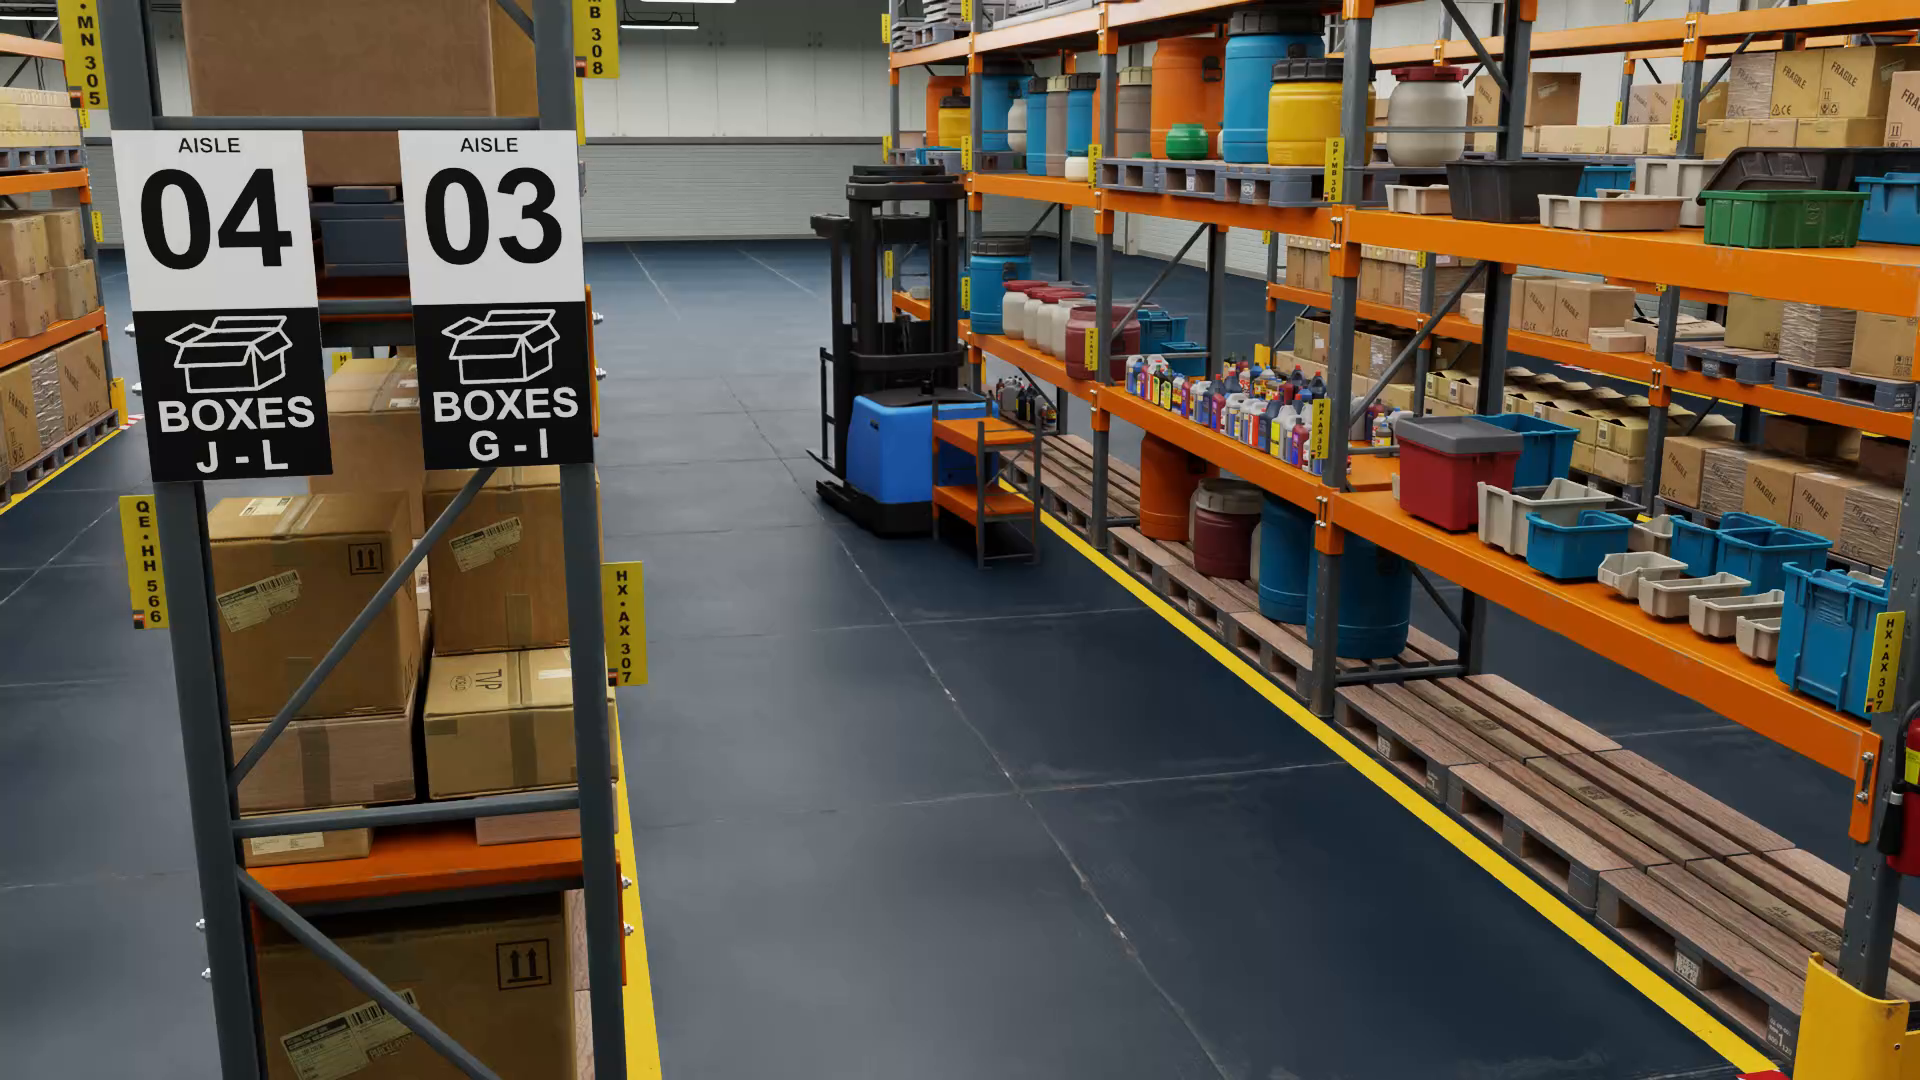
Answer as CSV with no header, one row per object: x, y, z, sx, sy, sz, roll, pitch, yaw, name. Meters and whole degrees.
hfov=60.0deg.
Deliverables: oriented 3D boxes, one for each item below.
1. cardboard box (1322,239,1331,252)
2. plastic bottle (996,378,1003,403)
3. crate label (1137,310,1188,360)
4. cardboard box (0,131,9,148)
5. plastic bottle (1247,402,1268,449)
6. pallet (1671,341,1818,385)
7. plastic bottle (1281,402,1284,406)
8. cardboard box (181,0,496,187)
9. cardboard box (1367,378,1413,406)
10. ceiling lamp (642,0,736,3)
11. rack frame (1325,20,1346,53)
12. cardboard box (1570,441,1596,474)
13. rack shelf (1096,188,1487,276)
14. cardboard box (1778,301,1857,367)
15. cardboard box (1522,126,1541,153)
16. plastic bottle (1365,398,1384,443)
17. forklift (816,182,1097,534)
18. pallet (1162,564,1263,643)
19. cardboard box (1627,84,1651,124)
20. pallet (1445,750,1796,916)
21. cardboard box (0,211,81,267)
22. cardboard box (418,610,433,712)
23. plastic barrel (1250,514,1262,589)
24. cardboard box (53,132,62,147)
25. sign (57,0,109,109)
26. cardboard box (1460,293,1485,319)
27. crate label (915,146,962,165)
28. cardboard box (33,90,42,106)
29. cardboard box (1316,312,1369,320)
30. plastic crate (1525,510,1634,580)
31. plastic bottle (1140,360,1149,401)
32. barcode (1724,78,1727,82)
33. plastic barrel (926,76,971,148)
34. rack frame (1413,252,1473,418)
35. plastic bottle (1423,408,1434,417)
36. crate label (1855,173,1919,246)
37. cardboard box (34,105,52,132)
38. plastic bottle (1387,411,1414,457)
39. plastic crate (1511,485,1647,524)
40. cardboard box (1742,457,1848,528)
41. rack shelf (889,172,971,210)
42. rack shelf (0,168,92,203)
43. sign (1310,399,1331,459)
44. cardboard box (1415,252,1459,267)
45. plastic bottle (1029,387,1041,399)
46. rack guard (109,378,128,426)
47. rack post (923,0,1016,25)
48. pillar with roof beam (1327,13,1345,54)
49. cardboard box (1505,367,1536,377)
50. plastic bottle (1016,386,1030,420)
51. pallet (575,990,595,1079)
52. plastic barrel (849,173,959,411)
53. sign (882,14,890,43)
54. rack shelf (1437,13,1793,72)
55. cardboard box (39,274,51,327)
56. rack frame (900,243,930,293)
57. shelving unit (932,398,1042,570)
4.606,-3.562,20.107,0.380,0.149,0.250,-4,14,-15,cardboard box
0.450,-1.692,18.831,0.061,0.283,0.133,-3,14,-13,plastic bottle
1.571,-1.679,13.905,0.502,0.435,0.616,-3,14,-13,crate label
-8.990,-3.677,15.271,0.380,0.149,0.250,-4,14,-14,cardboard box
1.870,-0.708,10.267,0.152,0.276,0.135,-3,14,-13,plastic bottle
6.585,-1.447,13.435,1.213,0.211,1.003,-3,14,-13,pallet
1.987,-0.717,10.314,0.097,0.271,0.097,0,14,0,plastic bottle
-9.678,-2.686,5.739,15.158,2.748,8.672,-4,14,-17,cardboard box
4.989,-1.695,18.952,0.500,0.250,0.500,-3,14,-13,cardboard box
-5.598,-11.109,34.261,1.941,0.041,0.237,-3,14,-13,ceiling lamp
4.479,-6.453,20.878,1.000,3.000,0.127,-3,14,-13,rack frame
5.872,-0.788,15.240,0.500,0.250,0.500,-3,14,-14,cardboard box
2.012,-2.064,10.751,1.077,0.370,4.000,-3,14,-13,rack shelf
6.644,-1.585,12.498,0.700,0.500,0.500,-1,14,-3,cardboard box
5.685,-3.935,16.323,0.500,0.250,0.500,-5,15,-19,cardboard box
2.601,-0.752,10.429,0.061,0.283,0.133,-3,14,-13,plastic bottle
1.708,-6.425,33.737,19.219,2.843,38.447,-5,15,-20,forklift
2.051,0.397,11.356,1.003,0.211,1.213,-3,14,-13,pallet
9.147,-5.714,21.816,0.500,0.500,0.500,-4,14,-17,cardboard box
2.982,1.309,7.624,1.003,0.211,1.213,-3,14,-13,pallet
-9.728,-3.122,17.294,0.875,0.550,0.550,-3,14,-13,cardboard box
-1.884,0.418,5.084,0.500,0.250,0.500,-4,14,-14,cardboard box
2.158,0.085,11.118,0.421,0.512,0.421,0,14,0,plastic barrel
-9.411,-4.088,16.954,0.380,0.149,0.250,-3,14,-13,cardboard box
-1.924,-1.118,3.663,0.100,0.325,0.005,-3,14,-13,sign
5.576,-2.432,17.376,0.500,0.250,0.500,-2,14,-10,cardboard box
-0.219,-4.198,18.283,0.502,0.251,0.408,-3,14,-13,crate label
-9.289,-4.357,16.374,0.380,0.149,0.250,-3,14,-14,cardboard box
-3.727,-0.542,13.624,21.017,0.960,12.000,-3,14,-13,cardboard box
2.689,0.021,7.249,0.416,0.233,0.300,-3,14,-13,plastic crate
1.362,-1.165,12.120,0.061,0.283,0.133,-3,14,-13,plastic bottle
9.946,-5.962,21.610,0.001,0.075,0.075,-3,14,-13,barcode
-0.099,-5.028,19.577,0.600,0.830,0.708,-3,14,-13,plastic barrel
5.418,-2.616,17.813,1.000,3.000,0.127,-3,14,-13,rack frame
2.704,-0.580,9.583,0.144,0.351,0.185,-3,14,-13,plastic bottle
3.518,-1.188,5.962,0.408,0.251,0.502,-3,14,-13,crate label
-9.376,-4.187,16.517,0.500,0.250,0.500,-3,14,-14,cardboard box
2.657,-0.647,10.017,0.152,0.276,0.135,-3,14,-13,plastic bottle
3.005,-0.147,8.163,0.437,0.125,0.590,-3,14,-13,plastic crate
6.428,-0.335,12.818,0.500,0.500,0.500,-3,14,-14,cardboard box
0.133,-3.910,18.305,1.077,0.370,4.000,-3,14,-13,rack shelf
-9.527,-3.380,16.138,1.077,0.370,4.000,-3,14,-13,rack shelf
1.946,-0.599,8.976,0.100,0.325,0.005,-3,14,-13,sign
5.146,-3.030,17.932,0.380,0.149,0.250,-3,14,-13,cardboard box
0.816,-1.477,17.806,0.144,0.351,0.185,-3,14,-12,plastic bottle
-10.002,-1.525,18.617,1.175,0.500,0.348,-3,14,-13,rack guard
0.149,-5.696,17.938,0.937,0.300,0.954,-4,14,-14,rack post
3.295,-9.145,31.897,9.100,9.000,0.400,-3,14,-13,pillar with roof beam
5.792,-1.679,17.706,0.500,0.311,0.500,-3,14,-13,cardboard box
0.676,-1.469,17.773,0.144,0.351,0.185,-3,14,-13,plastic bottle
-1.658,1.878,5.294,1.003,0.211,1.213,-3,14,-13,pallet
-0.454,-1.704,14.022,0.905,2.708,0.517,-3,14,-13,plastic barrel
-7.569,-3.735,16.486,14.822,3.311,3.911,-3,14,-13,sign
5.888,-4.525,15.346,1.077,0.370,4.000,-3,14,-13,rack shelf
-9.541,-2.342,16.377,0.875,0.550,0.500,-3,14,-13,cardboard box
-0.340,-3.263,20.463,0.949,2.616,0.053,-3,14,-13,rack frame
-10.957,-3.727,16.041,18.801,6.000,15.878,-5,15,-20,shelving unit
